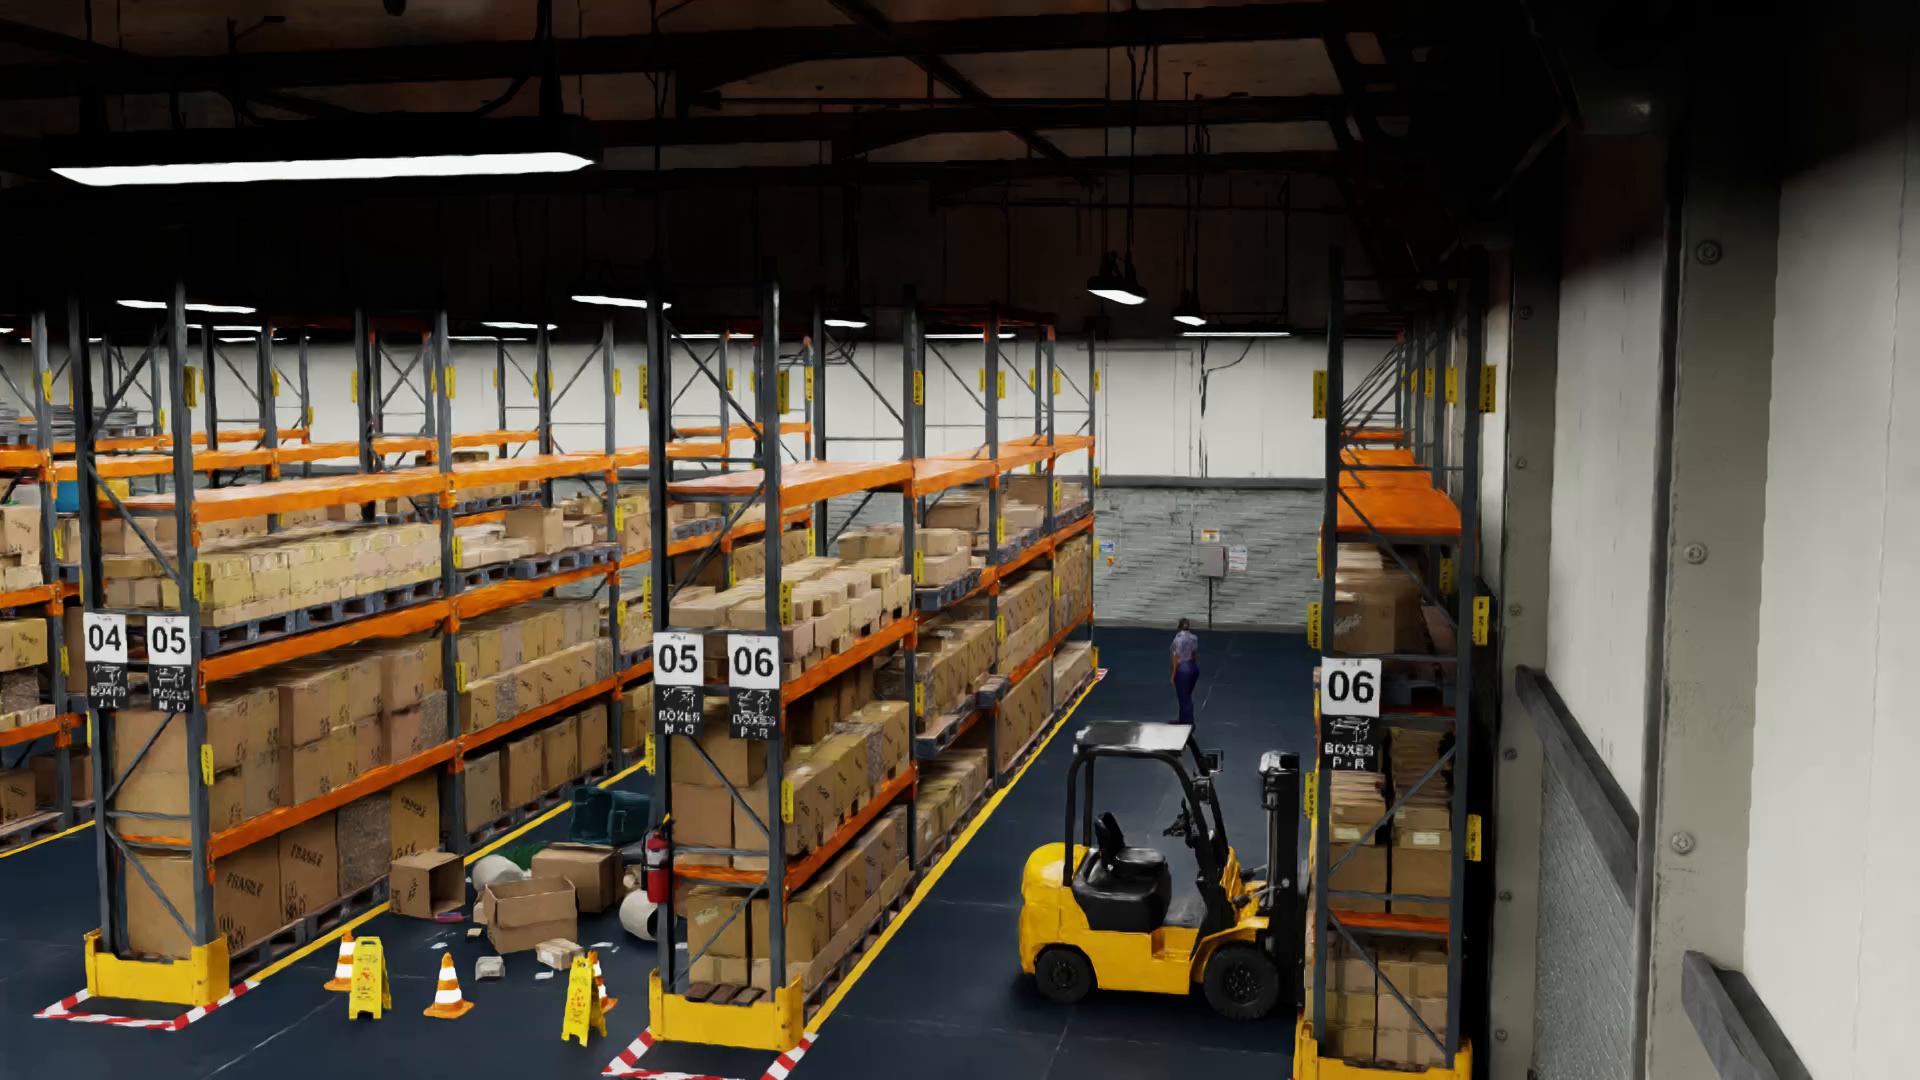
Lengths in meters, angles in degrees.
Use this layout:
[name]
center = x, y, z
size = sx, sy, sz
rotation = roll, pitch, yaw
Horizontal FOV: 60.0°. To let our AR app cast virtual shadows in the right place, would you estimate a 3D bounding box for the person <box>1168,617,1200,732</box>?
[person]
center = 3.206, 1.915, 23.969
size = 0.562, 1.639, 0.612
rotation = 4, 7, 36
